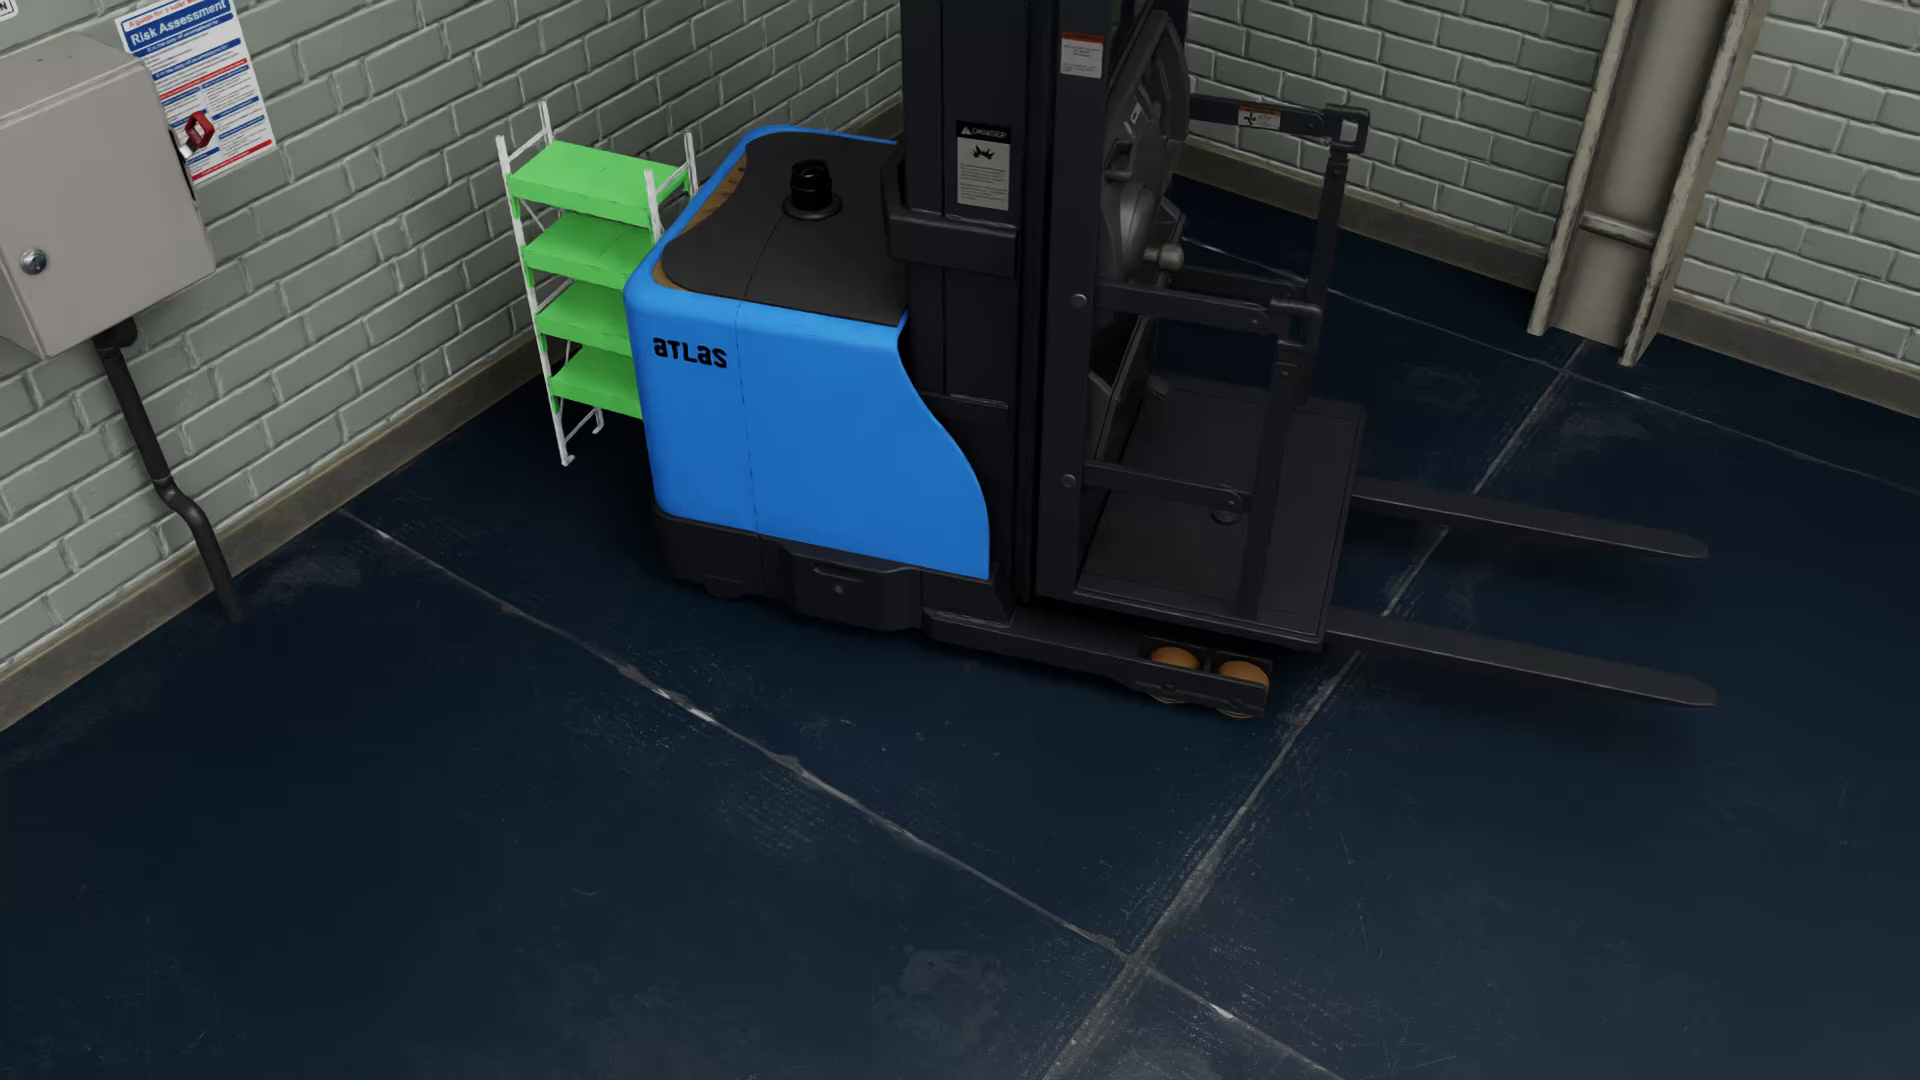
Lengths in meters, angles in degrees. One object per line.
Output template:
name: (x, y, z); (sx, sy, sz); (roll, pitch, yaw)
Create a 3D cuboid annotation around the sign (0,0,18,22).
sign: (-2.336, -1.250, 3.778); (0.001, 0.242, 0.339); (25, 48, 25)

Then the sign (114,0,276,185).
sign: (-2.020, -1.207, 4.420); (0.001, 0.494, 0.329); (25, 48, 25)

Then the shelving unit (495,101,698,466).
shelving unit: (-1.044, -0.705, 5.138); (0.503, 1.200, 0.258); (16, 44, 17)

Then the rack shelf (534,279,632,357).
rack shelf: (-1.044, -0.657, 5.180); (0.480, 0.148, 0.258); (16, 44, 17)

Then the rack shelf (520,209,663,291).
rack shelf: (-1.044, -0.836, 5.020); (0.480, 0.148, 0.258); (16, 44, 17)

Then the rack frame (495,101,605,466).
rack frame: (-1.269, -0.768, 5.208); (0.015, 1.200, 0.240); (16, 44, 17)

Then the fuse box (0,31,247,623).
fuse box: (-2.134, -0.413, 4.428); (0.414, 1.711, 0.539); (25, 48, 25)

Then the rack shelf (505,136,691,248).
rack shelf: (-1.044, -1.015, 4.860); (0.480, 0.148, 0.258); (16, 44, 17)

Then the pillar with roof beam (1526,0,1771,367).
pillar with roof beam: (-0.145, -1.777, 0.488); (0.400, 9.000, 9.100); (25, 48, 25)

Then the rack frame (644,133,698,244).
rack frame: (-0.819, -0.642, 5.067); (0.015, 1.200, 0.240); (16, 44, 17)

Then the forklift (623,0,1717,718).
forklift: (0.658, -0.988, 4.156); (3.031, 2.935, 1.130); (11, 43, 12)

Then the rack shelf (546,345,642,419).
rack shelf: (-1.044, -0.478, 5.340); (0.480, 0.148, 0.258); (16, 44, 17)
